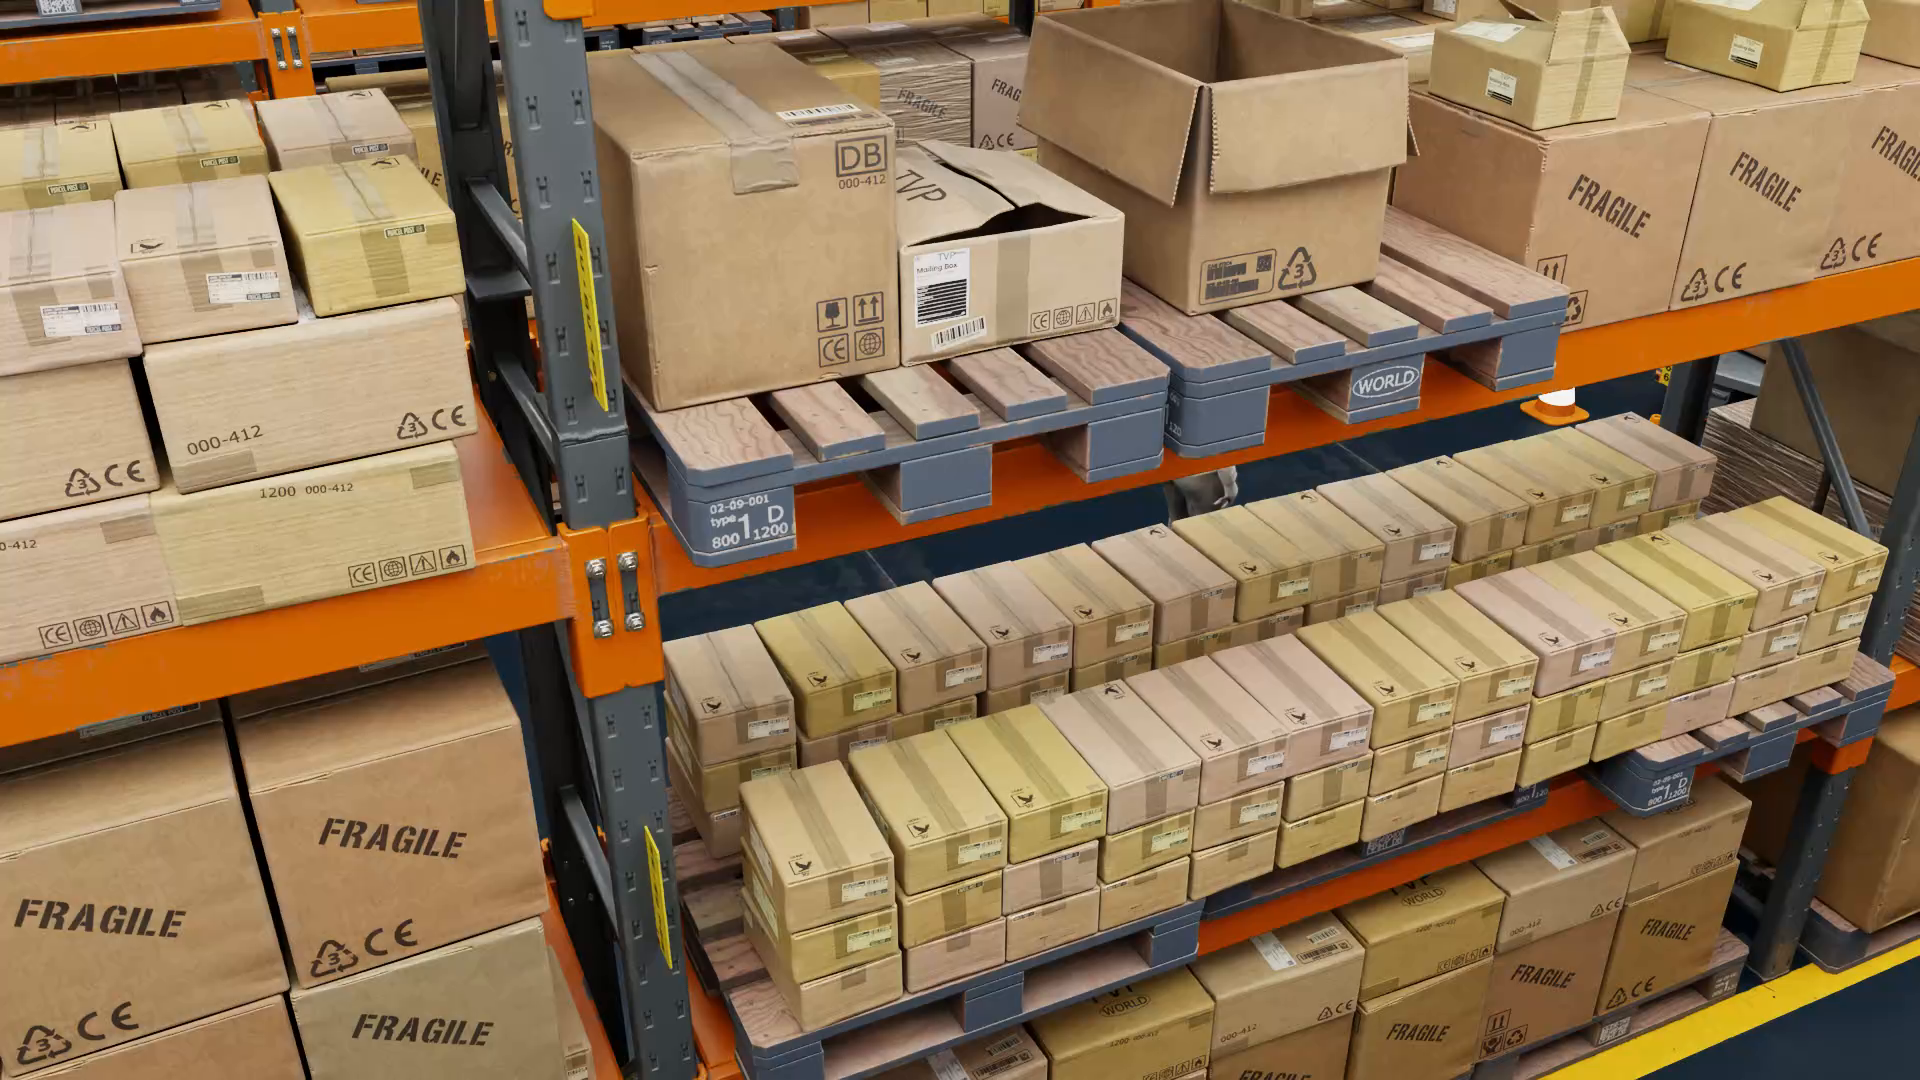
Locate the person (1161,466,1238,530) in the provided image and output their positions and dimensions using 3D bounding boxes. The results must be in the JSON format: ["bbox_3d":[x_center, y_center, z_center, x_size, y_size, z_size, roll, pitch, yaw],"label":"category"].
[{"bbox_3d":[1.095,-0.347,7.736,0.376,1.662,0.543,-15,33,-25],"label":"person"}]
